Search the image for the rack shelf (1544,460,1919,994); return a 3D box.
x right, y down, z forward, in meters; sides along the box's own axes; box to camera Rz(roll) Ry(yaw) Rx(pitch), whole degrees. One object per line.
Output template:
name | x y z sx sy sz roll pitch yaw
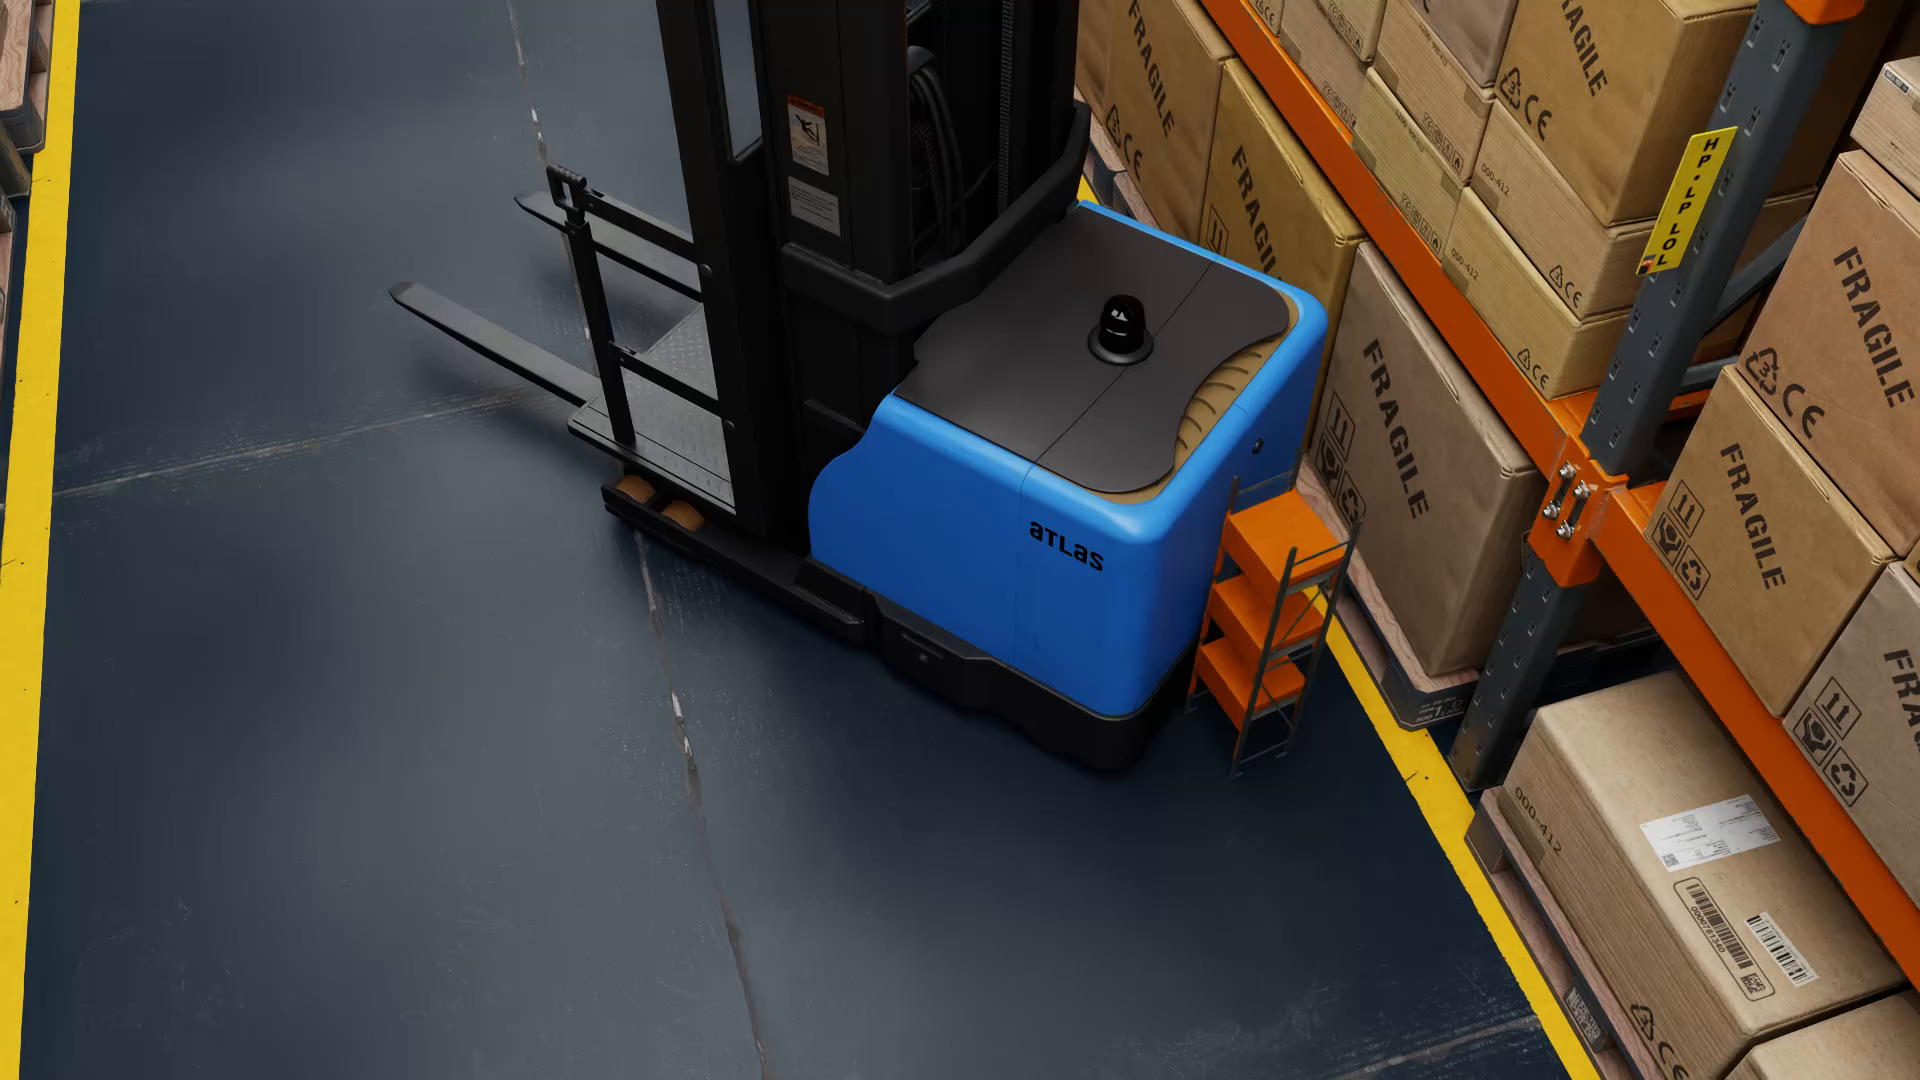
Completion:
rack shelf | 2.467 1.281 2.679 1.077 0.370 4.000 -13 51 -11

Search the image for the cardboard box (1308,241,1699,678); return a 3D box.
cardboard box | 1.615 -0.297 4.654 0.875 0.875 0.875 -12 51 -10

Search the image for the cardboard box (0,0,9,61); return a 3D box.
cardboard box | -4.220 -2.037 6.284 0.875 0.625 0.625 -12 51 -10

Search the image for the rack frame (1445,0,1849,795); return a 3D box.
rack frame | 1.875 -0.412 3.635 1.000 3.000 0.127 -13 51 -11

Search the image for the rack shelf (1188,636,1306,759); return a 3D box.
rack shelf | 0.795 0.407 4.592 0.215 0.259 0.240 -21 55 -17

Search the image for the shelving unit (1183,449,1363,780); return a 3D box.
shelving unit | 0.798 0.227 4.366 0.215 1.050 0.252 -21 55 -17

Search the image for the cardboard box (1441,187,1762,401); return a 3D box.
cardboard box | 1.502 -0.634 3.921 0.500 0.250 0.500 -14 51 -12

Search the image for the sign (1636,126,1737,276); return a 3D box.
sign | 1.360 -0.630 3.114 0.100 0.325 0.005 -13 51 -11

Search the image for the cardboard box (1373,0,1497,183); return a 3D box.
cardboard box | 1.358 -1.155 4.033 0.500 0.250 0.500 -12 51 -10

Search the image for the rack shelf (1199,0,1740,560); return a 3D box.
rack shelf | 1.284 -1.641 5.142 1.077 0.370 4.000 -13 51 -11

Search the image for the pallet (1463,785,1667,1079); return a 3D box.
pallet | 2.025 1.060 4.218 1.003 0.211 1.213 -13 51 -11

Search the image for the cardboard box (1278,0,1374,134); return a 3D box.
cardboard box | 1.221 -1.379 4.549 0.500 0.250 0.500 -15 51 -12

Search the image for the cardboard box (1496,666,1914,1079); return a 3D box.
cardboard box | 1.958 0.761 4.047 0.875 0.438 0.875 -14 51 -12

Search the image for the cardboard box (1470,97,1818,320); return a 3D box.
cardboard box | 1.513 -0.792 3.727 0.500 0.250 0.500 -13 51 -11

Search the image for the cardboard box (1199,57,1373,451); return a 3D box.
cardboard box | 1.341 -0.955 5.208 0.875 0.875 0.875 -12 51 -10

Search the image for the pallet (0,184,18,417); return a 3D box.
pallet | -3.864 -0.756 5.749 1.003 0.211 1.213 -13 51 -11

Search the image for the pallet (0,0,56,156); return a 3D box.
pallet | -4.254 -1.920 6.730 1.003 0.211 1.213 -13 51 -11

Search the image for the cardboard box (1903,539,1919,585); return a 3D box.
cardboard box | 1.928 0.006 2.563 0.500 0.500 0.500 -14 51 -11

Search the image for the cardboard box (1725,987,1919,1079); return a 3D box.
cardboard box | 2.224 1.415 3.496 0.875 0.438 0.875 -15 51 -12

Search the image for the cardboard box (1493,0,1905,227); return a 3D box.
cardboard box | 1.503 -1.036 3.442 0.500 0.500 0.500 -12 51 -10

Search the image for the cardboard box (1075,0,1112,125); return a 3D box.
cardboard box | 0.817 -2.261 6.309 0.875 0.875 0.875 -14 51 -11

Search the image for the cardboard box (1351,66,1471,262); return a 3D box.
cardboard box | 1.352 -1.007 4.235 0.500 0.250 0.500 -14 51 -11

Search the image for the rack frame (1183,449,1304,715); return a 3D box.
rack frame | 0.743 0.142 4.434 0.200 1.050 0.008 -21 55 -17

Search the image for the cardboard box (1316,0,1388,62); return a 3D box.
cardboard box | 1.199 -1.532 4.351 0.500 0.250 0.500 -12 51 -10

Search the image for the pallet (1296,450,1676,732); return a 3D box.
pallet | 1.575 -0.060 5.162 1.003 0.211 1.213 -13 51 -11

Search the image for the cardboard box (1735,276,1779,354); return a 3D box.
cardboard box | 1.997 -0.745 4.014 0.500 0.250 0.500 -14 51 -12

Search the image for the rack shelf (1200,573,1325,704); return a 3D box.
rack shelf | 0.797 0.234 4.375 0.215 0.259 0.240 -21 55 -17

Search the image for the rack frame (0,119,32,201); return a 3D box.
rack frame | -4.048 -2.208 5.150 1.000 3.000 0.127 -13 51 -11

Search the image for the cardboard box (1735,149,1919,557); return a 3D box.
cardboard box | 1.785 -0.364 2.876 0.500 0.500 0.500 -13 51 -11

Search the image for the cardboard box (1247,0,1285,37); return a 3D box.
cardboard box | 1.064 -1.756 4.866 0.500 0.250 0.500 -13 51 -11

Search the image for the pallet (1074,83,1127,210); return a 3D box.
pallet | 0.853 -1.842 6.665 1.003 0.211 1.213 -13 51 -11

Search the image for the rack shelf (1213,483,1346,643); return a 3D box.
rack shelf | 0.800 0.057 4.152 0.215 0.259 0.240 -21 55 -17

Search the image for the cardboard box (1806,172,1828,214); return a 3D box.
cardboard box | 2.015 -0.910 3.826 0.500 0.250 0.500 -15 51 -12

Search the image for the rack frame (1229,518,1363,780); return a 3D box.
rack frame | 0.853 0.313 4.299 0.200 1.050 0.008 -21 55 -17

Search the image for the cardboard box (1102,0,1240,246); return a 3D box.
cardboard box | 1.077 -1.608 5.759 0.875 0.875 0.875 -13 51 -11

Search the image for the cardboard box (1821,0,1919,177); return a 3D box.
cardboard box | 2.020 -1.153 3.541 0.500 0.500 0.500 -13 51 -11

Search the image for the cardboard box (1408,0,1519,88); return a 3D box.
cardboard box | 1.343 -1.412 3.759 0.500 0.500 0.500 -12 51 -10

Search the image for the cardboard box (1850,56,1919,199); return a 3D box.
cardboard box | 1.721 -0.686 2.723 0.380 0.149 0.250 -14 51 -12

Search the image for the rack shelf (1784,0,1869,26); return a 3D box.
rack shelf | 2.467 0.314 1.532 1.077 0.370 4.000 -13 51 -11

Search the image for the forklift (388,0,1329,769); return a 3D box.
forklift | -0.515 -1.213 4.355 3.031 2.935 1.130 27 55 21

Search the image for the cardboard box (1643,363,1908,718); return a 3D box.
cardboard box | 1.764 -0.042 3.258 0.500 0.500 0.500 -12 51 -10

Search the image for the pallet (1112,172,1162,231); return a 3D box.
pallet | 1.211 -0.952 5.915 1.003 0.211 1.213 -13 51 -11

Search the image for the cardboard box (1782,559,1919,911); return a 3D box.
cardboard box | 1.909 0.326 2.948 0.500 0.500 0.500 -13 51 -11
